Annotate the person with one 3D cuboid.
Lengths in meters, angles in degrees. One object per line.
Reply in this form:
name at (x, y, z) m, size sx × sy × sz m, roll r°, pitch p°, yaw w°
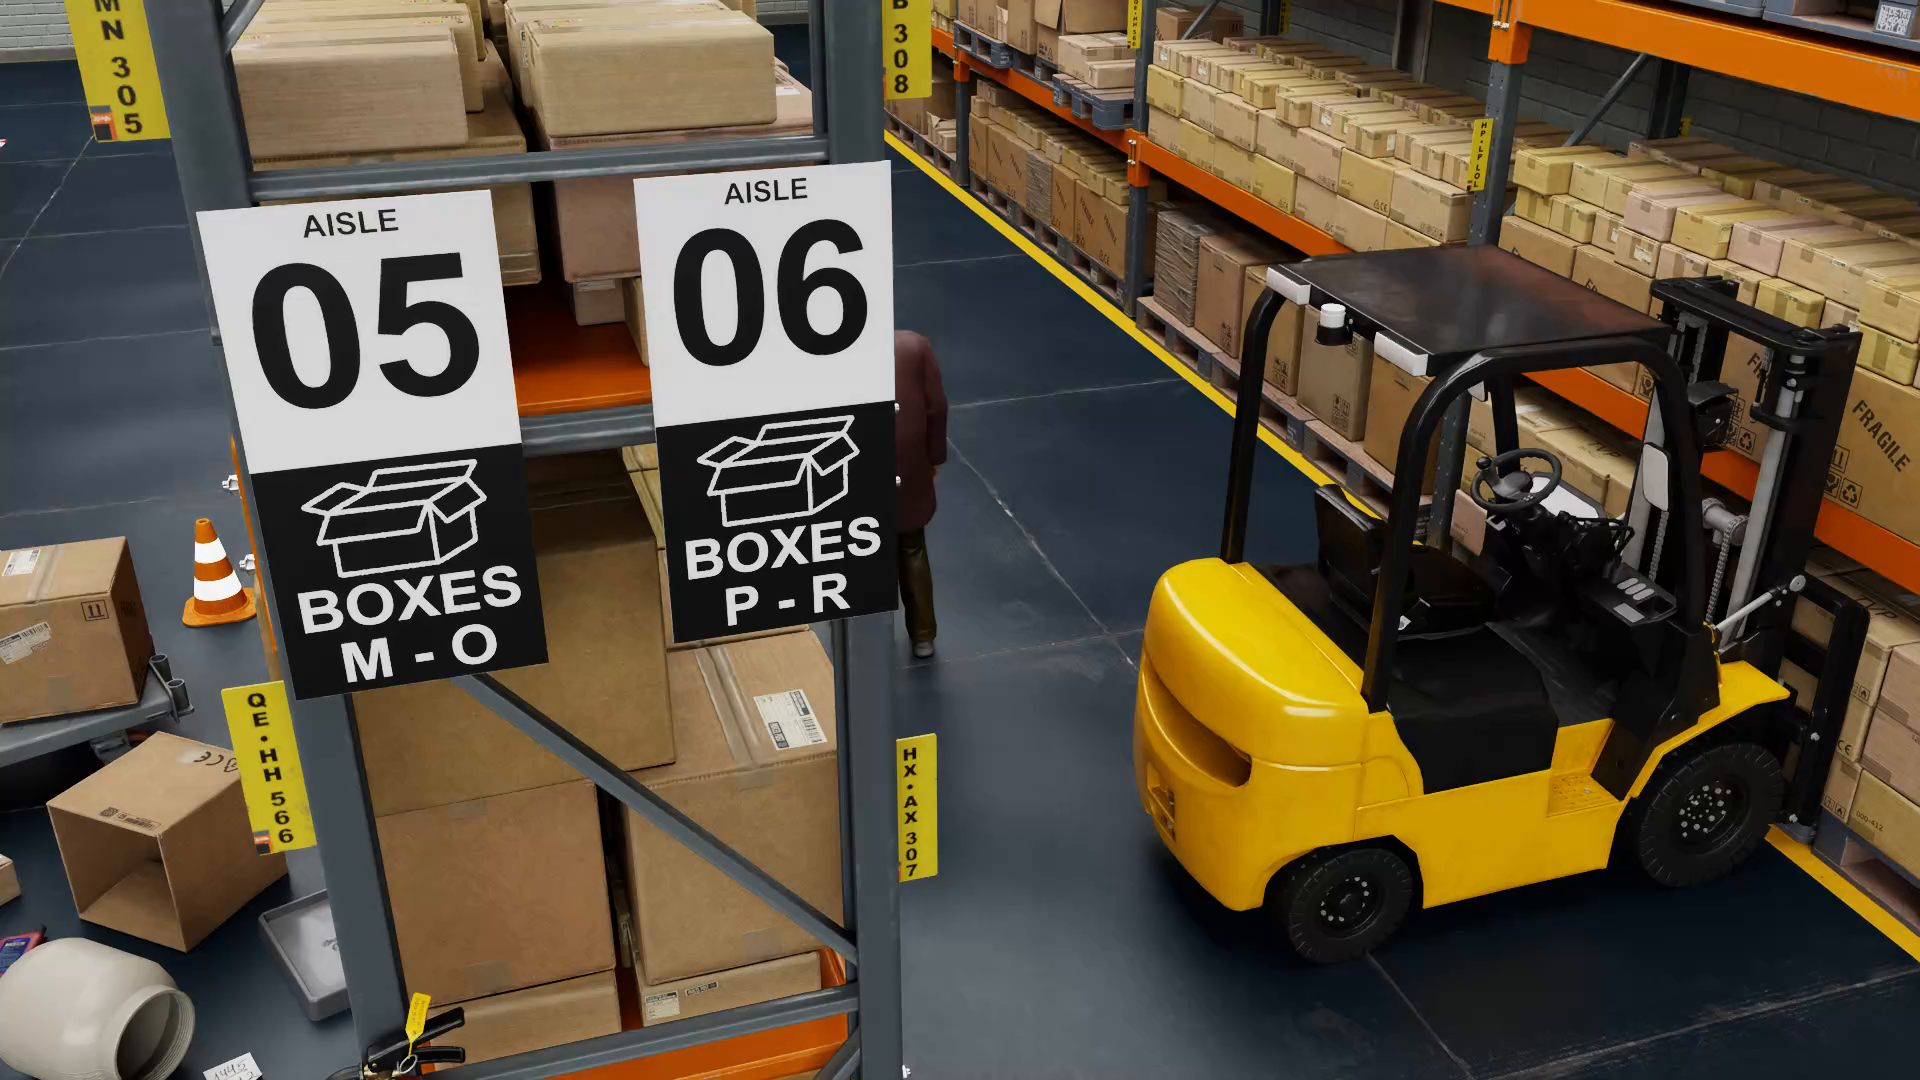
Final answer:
person at (-0.359, -0.294, 7.232) m, size 0.654 × 1.774 × 0.419 m, roll -10°, pitch 28°, yaw -20°
